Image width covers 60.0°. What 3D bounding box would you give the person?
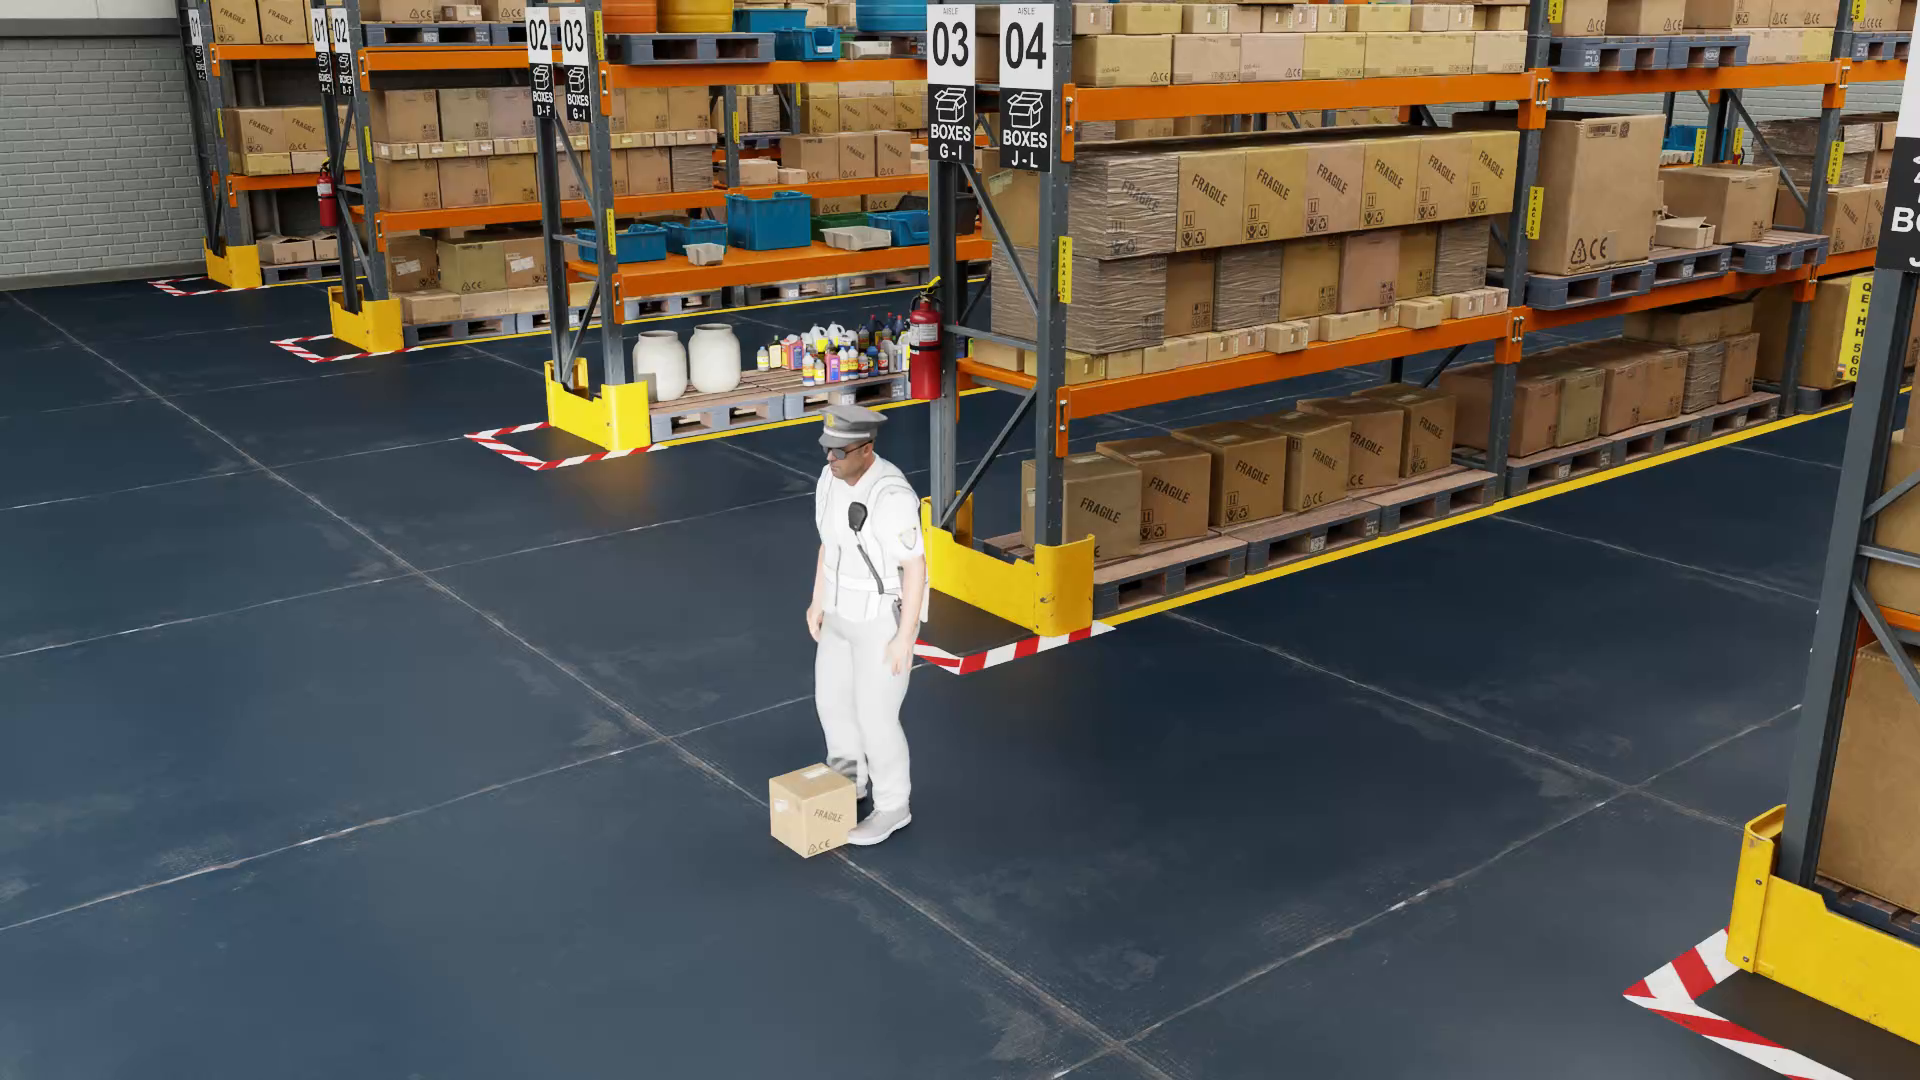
[{"bbox_3d":[-0.368,0.307,6.568,0.436,1.747,0.606,-15,23,-40],"label":"person"}]
